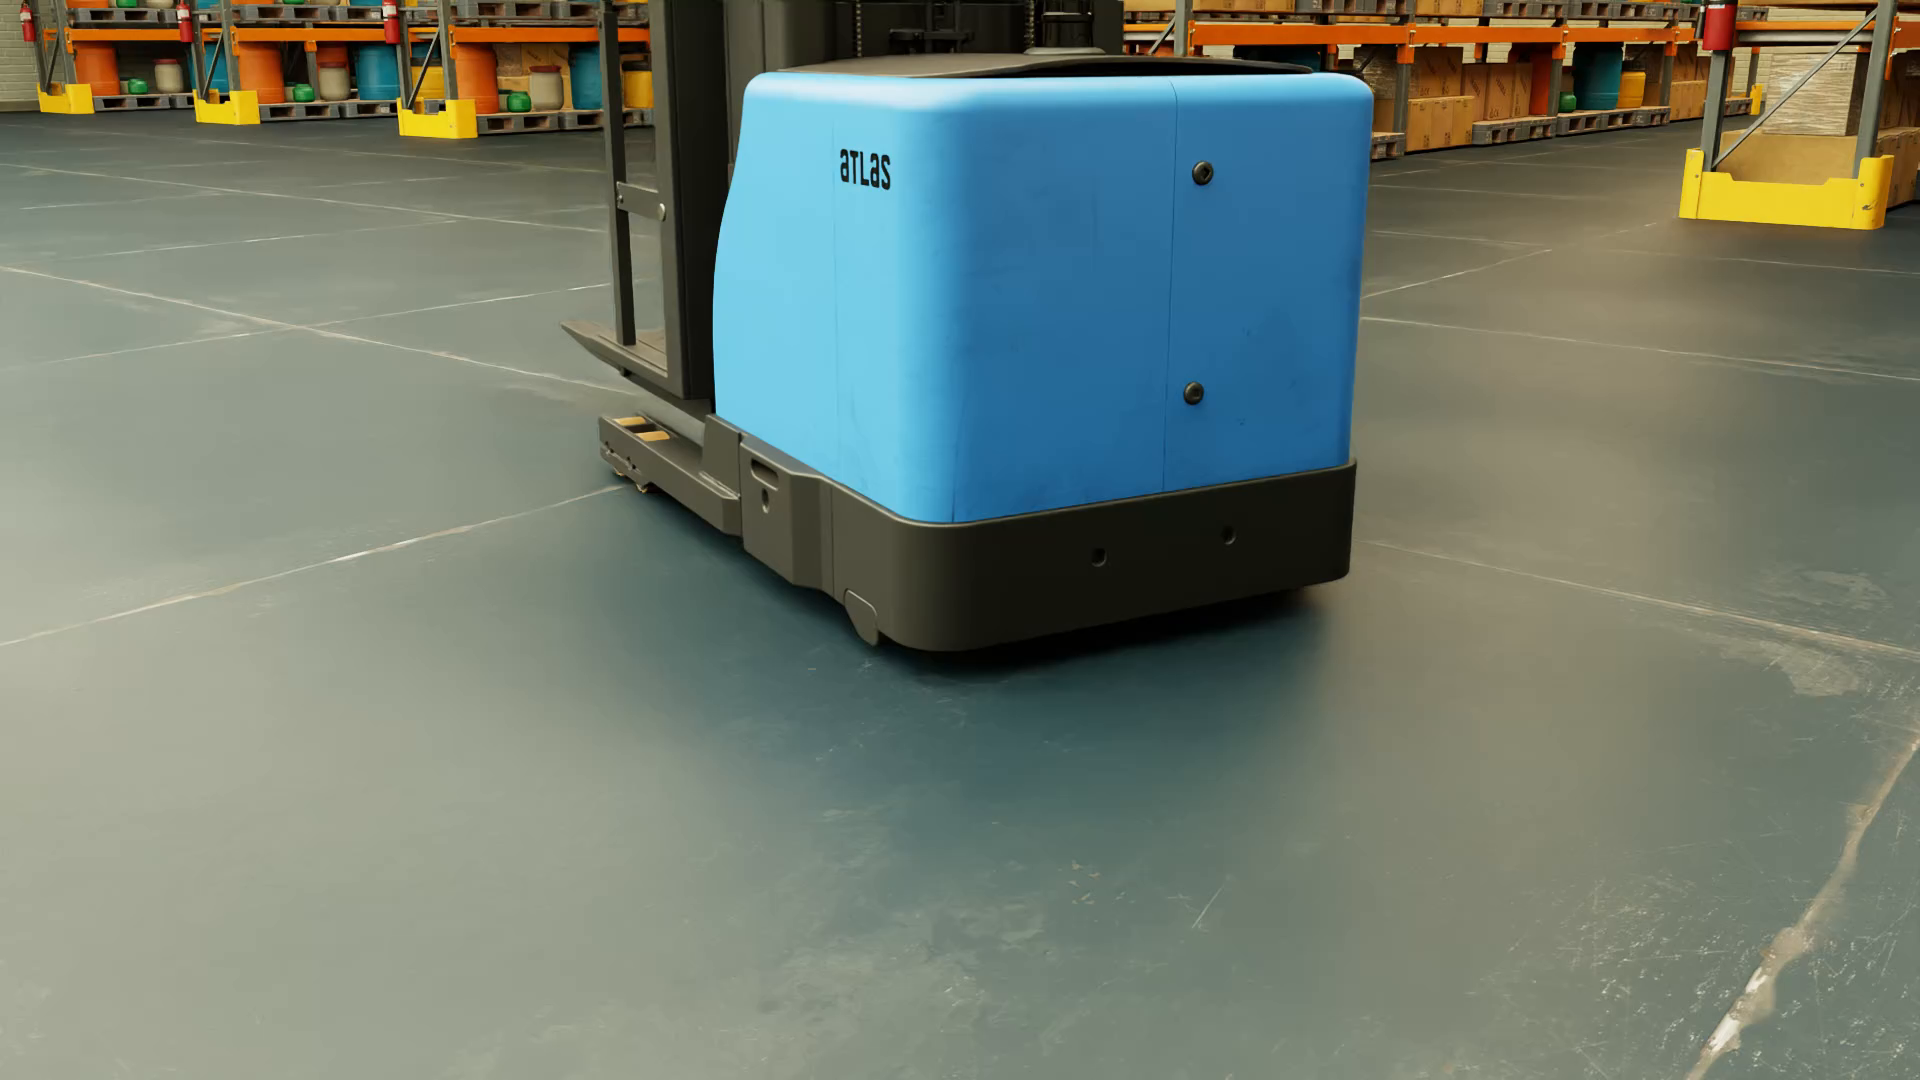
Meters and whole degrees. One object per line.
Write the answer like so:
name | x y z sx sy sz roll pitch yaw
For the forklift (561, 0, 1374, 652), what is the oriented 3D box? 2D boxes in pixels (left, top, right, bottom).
forklift | -0.324 -1.578 4.094 1.130 2.935 3.031 -9 19 -27
